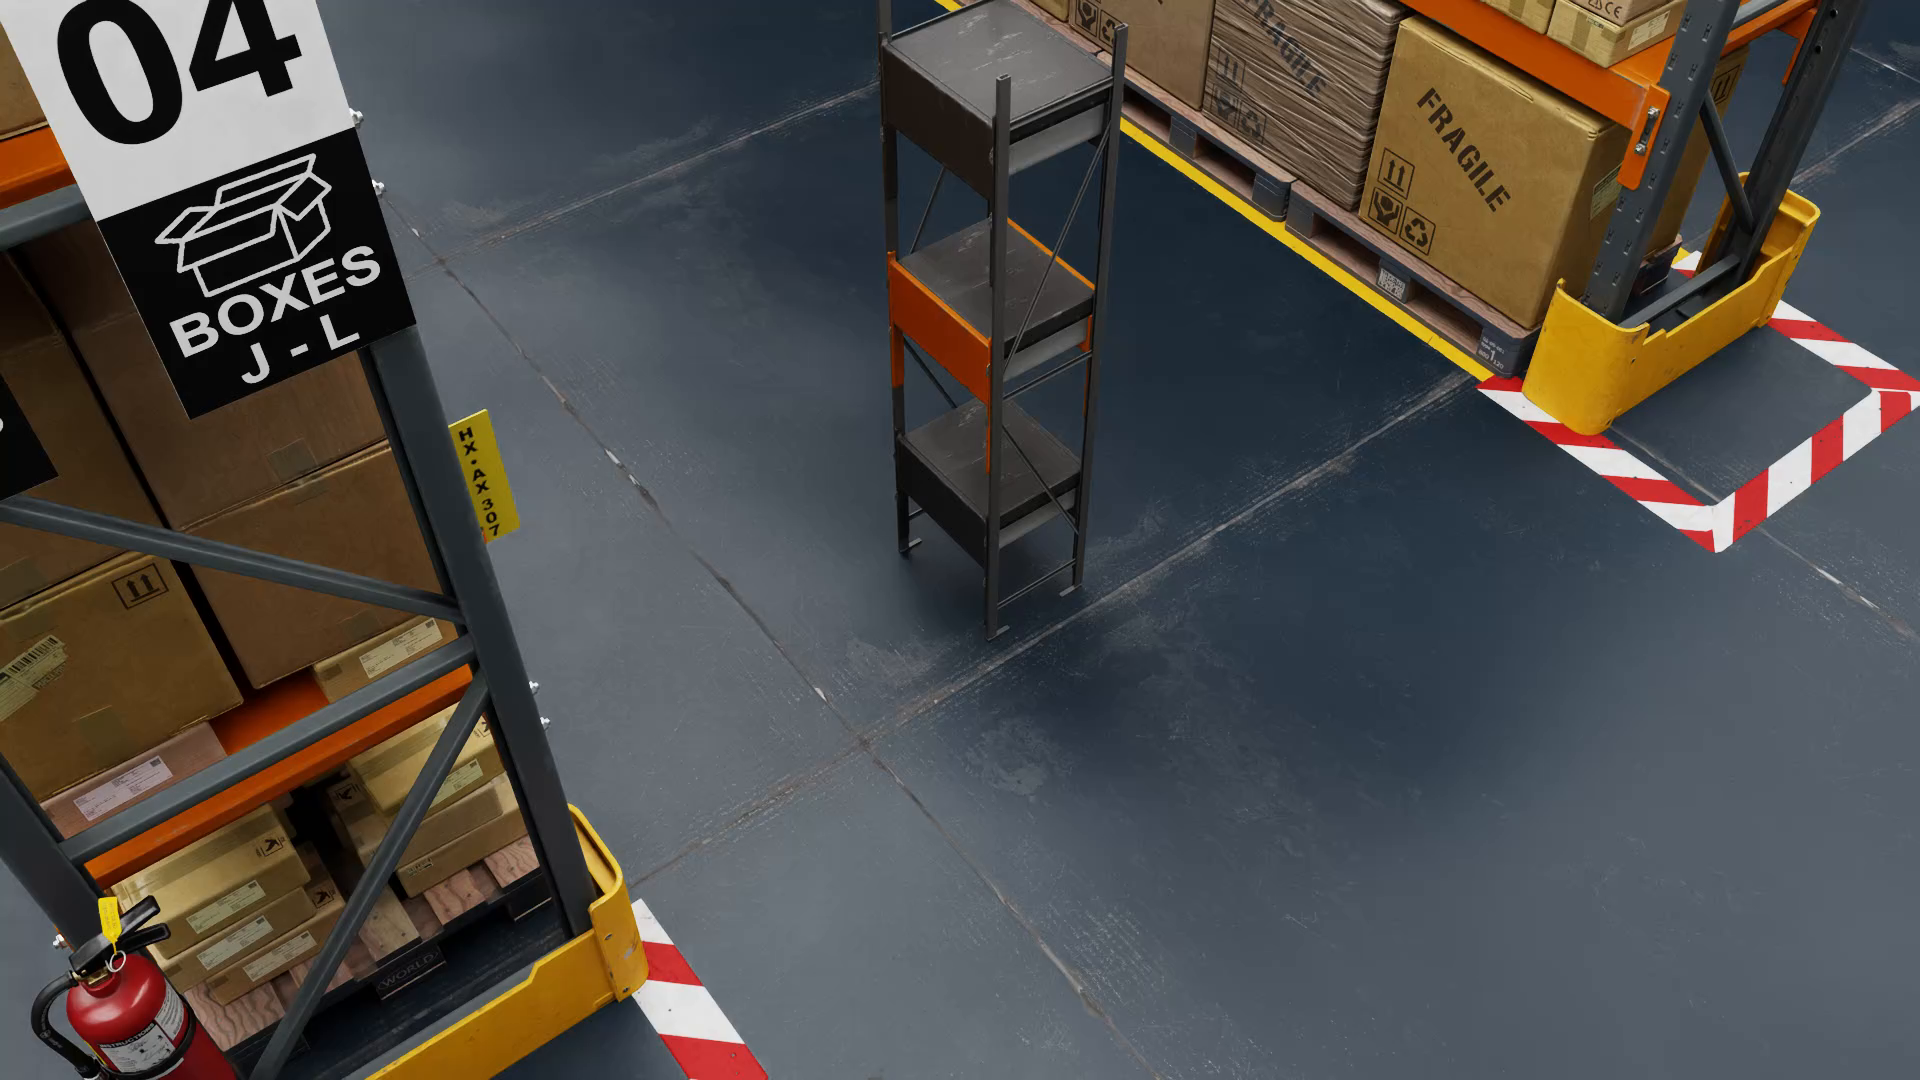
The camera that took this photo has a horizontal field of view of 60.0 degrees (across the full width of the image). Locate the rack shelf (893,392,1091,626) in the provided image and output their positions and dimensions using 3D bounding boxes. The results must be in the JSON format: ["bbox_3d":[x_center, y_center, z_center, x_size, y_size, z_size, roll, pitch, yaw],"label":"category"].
[{"bbox_3d":[0.100,-0.128,5.412,0.431,0.518,0.480,-29,54,-24],"label":"rack shelf"}]

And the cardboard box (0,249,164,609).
[{"bbox_3d":[-1.842,-0.209,2.972,0.500,0.500,0.500,-30,55,-25],"label":"cardboard box"}]

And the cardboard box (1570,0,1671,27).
[{"bbox_3d":[2.137,-1.963,5.405,0.500,0.250,0.500,-30,55,-25],"label":"cardboard box"}]

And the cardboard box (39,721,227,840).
[{"bbox_3d":[-1.789,0.437,3.498,0.380,0.149,0.250,-29,54,-24],"label":"cardboard box"}]

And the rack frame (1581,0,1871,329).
[{"bbox_3d":[2.642,-1.747,5.309,1.000,3.000,0.127,-29,54,-24],"label":"rack frame"}]

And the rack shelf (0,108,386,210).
[{"bbox_3d":[-2.578,-1.527,3.570,1.077,0.370,4.000,-29,54,-24],"label":"rack shelf"}]

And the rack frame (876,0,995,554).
[{"bbox_3d":[-0.048,-0.752,5.014,0.400,2.100,0.015,-29,54,-24],"label":"rack frame"}]

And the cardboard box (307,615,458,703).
[{"bbox_3d":[-1.302,0.165,3.745,0.380,0.149,0.250,-30,54,-24],"label":"cardboard box"}]

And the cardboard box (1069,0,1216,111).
[{"bbox_3d":[1.101,-2.577,7.212,0.875,0.875,0.875,-29,54,-24],"label":"cardboard box"}]

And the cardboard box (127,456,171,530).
[{"bbox_3d":[-1.763,-0.408,3.827,0.500,0.500,0.500,-29,54,-24],"label":"cardboard box"}]

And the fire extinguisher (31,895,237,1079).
[{"bbox_3d":[-1.582,0.925,3.190,0.296,0.674,0.183,-29,54,-24],"label":"fire extinguisher"}]

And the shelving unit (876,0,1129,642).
[{"bbox_3d":[0.100,-0.608,4.884,0.431,2.100,0.503,-29,54,-24],"label":"shelving unit"}]

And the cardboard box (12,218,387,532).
[{"bbox_3d":[-1.428,-0.435,3.176,0.500,0.500,0.500,-30,54,-24],"label":"cardboard box"}]

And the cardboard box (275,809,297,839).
[{"bbox_3d":[-2.029,0.774,4.464,0.380,0.149,0.250,-31,55,-25],"label":"cardboard box"}]

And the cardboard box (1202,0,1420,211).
[{"bbox_3d":[1.639,-2.052,6.737,0.875,0.875,0.875,-29,54,-24],"label":"cardboard box"}]

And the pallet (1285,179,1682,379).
[{"bbox_3d":[2.095,-1.247,6.738,1.003,0.211,1.213,-29,54,-24],"label":"pallet"}]

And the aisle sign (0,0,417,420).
[{"bbox_3d":[-1.084,-0.546,2.466,0.394,0.787,0.004,-29,54,-24],"label":"aisle sign"}]

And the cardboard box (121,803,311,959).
[{"bbox_3d":[-1.889,0.837,4.206,0.380,0.149,0.250,-29,54,-24],"label":"cardboard box"}]

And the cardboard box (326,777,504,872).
[{"bbox_3d":[-1.480,0.711,4.521,0.380,0.149,0.250,-27,53,-23],"label":"cardboard box"}]

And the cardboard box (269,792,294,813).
[{"bbox_3d":[-1.996,0.663,4.364,0.380,0.149,0.250,-28,54,-23],"label":"cardboard box"}]

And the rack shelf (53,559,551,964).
[{"bbox_3d":[-2.578,-0.519,4.681,1.077,0.370,4.000,-29,54,-24],"label":"rack shelf"}]

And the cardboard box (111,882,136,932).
[{"bbox_3d":[-2.088,0.912,4.539,0.380,0.149,0.250,-28,54,-23],"label":"cardboard box"}]

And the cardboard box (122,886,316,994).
[{"bbox_3d":[-1.914,0.952,4.302,0.380,0.149,0.250,-31,55,-25],"label":"cardboard box"}]

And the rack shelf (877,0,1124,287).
[{"bbox_3d":[0.100,-1.069,4.375,0.431,0.518,0.480,-29,54,-24],"label":"rack shelf"}]

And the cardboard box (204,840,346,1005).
[{"bbox_3d":[-1.852,1.018,4.443,0.380,0.149,0.250,-29,54,-23],"label":"cardboard box"}]

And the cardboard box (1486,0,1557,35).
[{"bbox_3d":[2.005,-1.877,5.597,0.380,0.149,0.250,-29,54,-24],"label":"cardboard box"}]

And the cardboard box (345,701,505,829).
[{"bbox_3d":[-1.414,0.574,4.444,0.380,0.149,0.250,-32,55,-26],"label":"cardboard box"}]

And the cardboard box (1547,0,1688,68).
[{"bbox_3d":[2.164,-1.725,5.458,0.380,0.149,0.250,-28,54,-23],"label":"cardboard box"}]

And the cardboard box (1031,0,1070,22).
[{"bbox_3d":[0.556,-3.108,7.693,0.875,0.875,0.875,-29,54,-24],"label":"cardboard box"}]

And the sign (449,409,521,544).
[{"bbox_3d":[-0.935,-0.116,3.246,0.100,0.325,0.005,-29,54,-24],"label":"sign"}]

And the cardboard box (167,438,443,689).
[{"bbox_3d":[-1.419,-0.104,3.551,0.500,0.500,0.500,-27,53,-22],"label":"cardboard box"}]

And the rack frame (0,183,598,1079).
[{"bbox_3d":[-1.367,0.419,3.346,1.000,3.000,0.127,-29,54,-24],"label":"rack frame"}]

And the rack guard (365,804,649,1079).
[{"bbox_3d":[-1.413,1.213,4.313,1.175,0.500,0.348,-29,54,-24],"label":"rack guard"}]

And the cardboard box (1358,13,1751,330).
[{"bbox_3d":[2.190,-1.516,6.250,0.875,0.875,0.875,-29,54,-24],"label":"cardboard box"}]

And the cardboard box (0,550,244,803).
[{"bbox_3d":[-1.844,0.136,3.334,0.500,0.500,0.500,-28,54,-23],"label":"cardboard box"}]

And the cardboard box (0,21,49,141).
[{"bbox_3d":[-1.435,-0.918,2.634,0.500,0.250,0.500,-28,53,-23],"label":"cardboard box"}]

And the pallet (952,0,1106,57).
[{"bbox_3d":[0.618,-2.685,8.042,1.003,0.211,1.213,-29,54,-24],"label":"pallet"}]

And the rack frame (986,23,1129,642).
[{"bbox_3d":[0.248,-0.464,4.753,0.400,2.100,0.015,-29,54,-24],"label":"rack frame"}]

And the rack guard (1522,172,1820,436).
[{"bbox_3d":[2.656,-0.893,6.222,1.175,0.500,0.348,-29,54,-24],"label":"rack guard"}]

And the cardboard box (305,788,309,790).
[{"bbox_3d":[-1.809,0.522,4.893,0.380,0.149,0.250,-29,54,-24],"label":"cardboard box"}]

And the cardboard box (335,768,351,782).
[{"bbox_3d":[-1.601,0.524,4.690,0.380,0.149,0.250,-30,54,-24],"label":"cardboard box"}]

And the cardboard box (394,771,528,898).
[{"bbox_3d":[-1.429,0.783,4.657,0.380,0.149,0.250,-28,54,-23],"label":"cardboard box"}]

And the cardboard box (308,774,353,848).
[{"bbox_3d":[-1.653,0.665,4.763,0.380,0.149,0.250,-30,54,-24],"label":"cardboard box"}]

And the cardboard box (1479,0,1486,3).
[{"bbox_3d":[1.853,-2.026,5.732,0.380,0.149,0.250,-29,54,-24],"label":"cardboard box"}]

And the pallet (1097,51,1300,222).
[{"bbox_3d":[1.361,-1.965,7.389,1.003,0.211,1.213,-29,54,-24],"label":"pallet"}]

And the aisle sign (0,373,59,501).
[{"bbox_3d":[-1.562,-0.277,2.222,0.394,0.787,0.004,-29,54,-24],"label":"aisle sign"}]

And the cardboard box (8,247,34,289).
[{"bbox_3d":[-1.738,-0.729,3.443,0.500,0.500,0.500,-28,54,-23],"label":"cardboard box"}]

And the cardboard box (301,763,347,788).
[{"bbox_3d":[-1.676,0.465,4.543,0.380,0.149,0.250,-28,54,-23],"label":"cardboard box"}]

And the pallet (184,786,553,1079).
[{"bbox_3d":[-1.877,0.815,4.868,1.003,0.211,1.213,-29,54,-24],"label":"pallet"}]

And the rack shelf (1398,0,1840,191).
[{"bbox_3d":[1.431,-2.684,6.645,1.077,0.370,4.000,-29,54,-24],"label":"rack shelf"}]

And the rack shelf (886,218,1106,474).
[{"bbox_3d":[0.100,-0.598,4.894,0.431,0.518,0.480,-29,54,-24],"label":"rack shelf"}]
